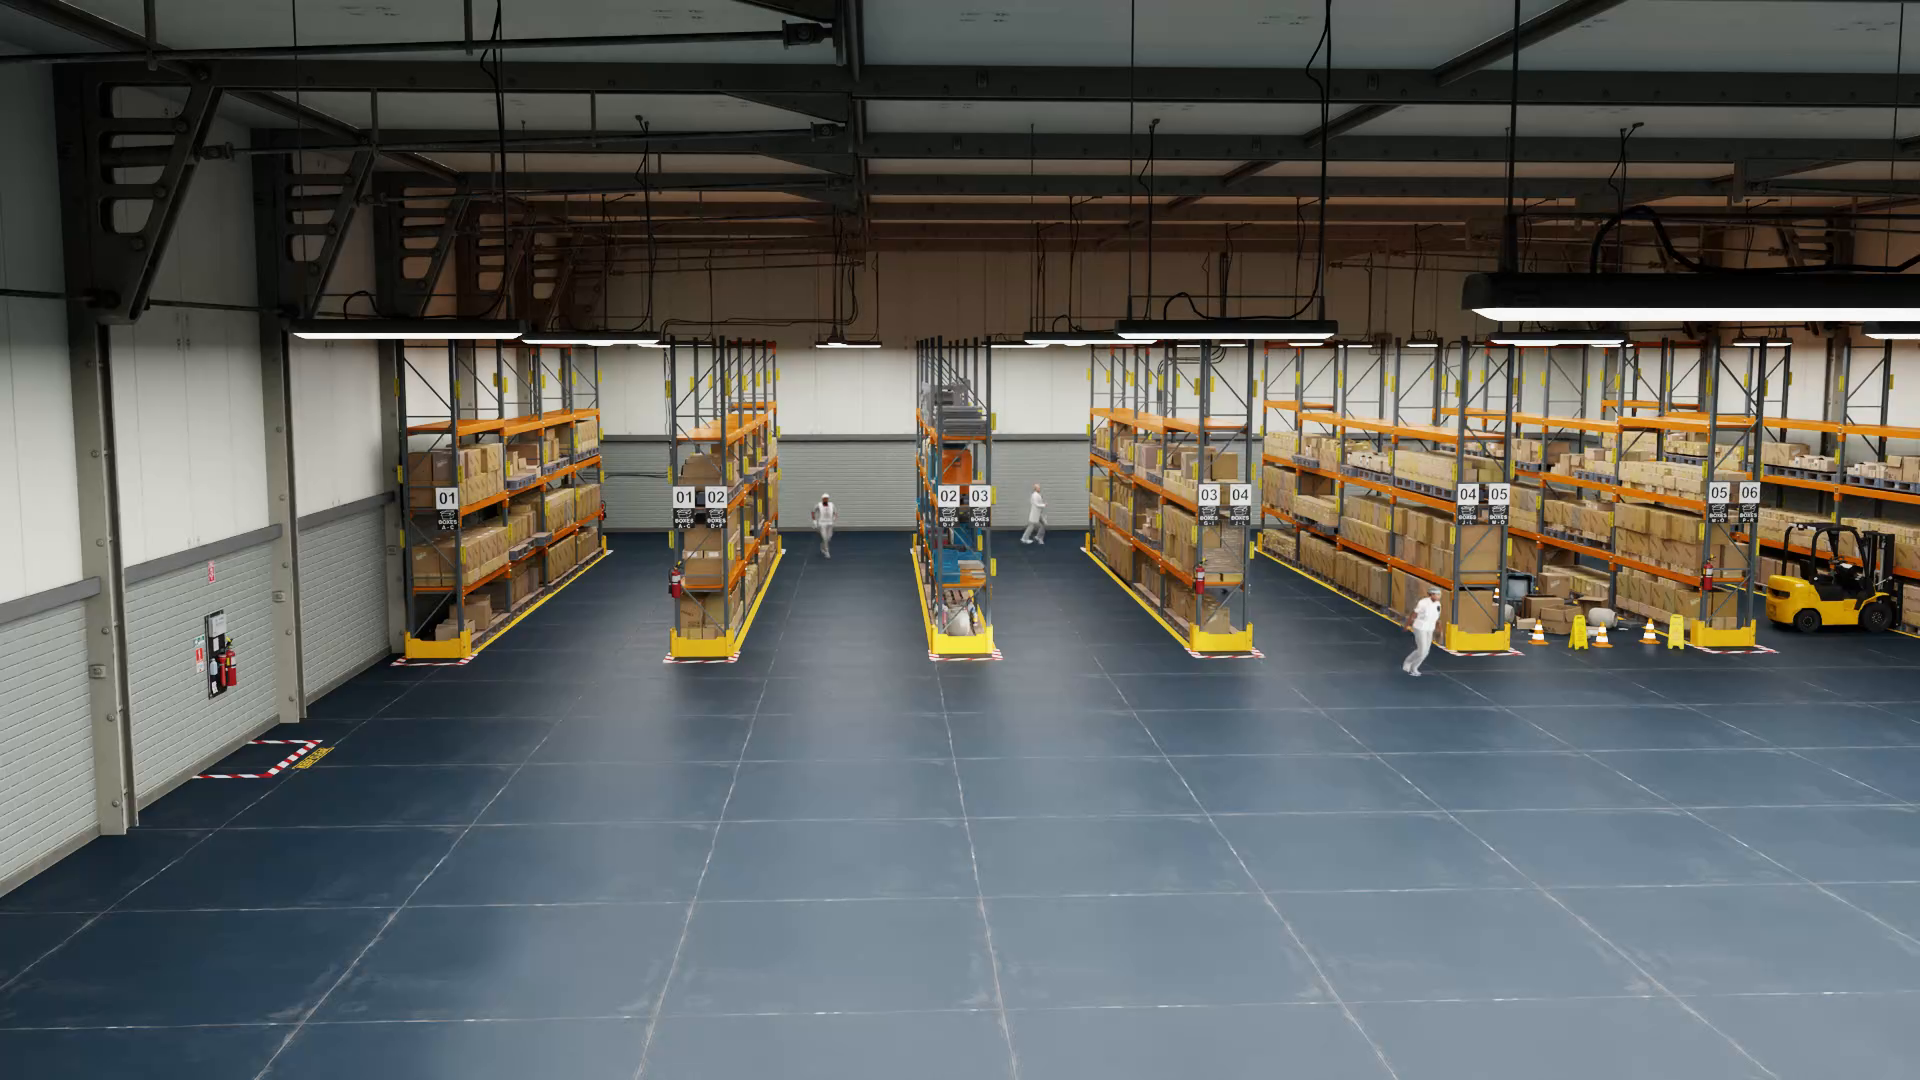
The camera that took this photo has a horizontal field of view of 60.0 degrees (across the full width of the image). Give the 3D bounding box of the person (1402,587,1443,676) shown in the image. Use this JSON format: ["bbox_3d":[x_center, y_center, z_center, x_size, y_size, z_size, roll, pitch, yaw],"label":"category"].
[{"bbox_3d":[8.170,1.609,29.309,0.597,1.620,0.580,-4,8,-31],"label":"person"}]

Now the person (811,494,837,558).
[{"bbox_3d":[-3.754,-0.410,46.411,0.722,1.779,0.796,-3,7,-24],"label":"person"}]

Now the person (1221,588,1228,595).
[{"bbox_3d":[6.456,0.514,39.401,0.655,1.512,0.672,0,6,3],"label":"person"}]

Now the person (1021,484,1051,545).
[{"bbox_3d":[2.261,-0.734,49.155,0.908,1.836,0.690,2,7,17],"label":"person"}]
